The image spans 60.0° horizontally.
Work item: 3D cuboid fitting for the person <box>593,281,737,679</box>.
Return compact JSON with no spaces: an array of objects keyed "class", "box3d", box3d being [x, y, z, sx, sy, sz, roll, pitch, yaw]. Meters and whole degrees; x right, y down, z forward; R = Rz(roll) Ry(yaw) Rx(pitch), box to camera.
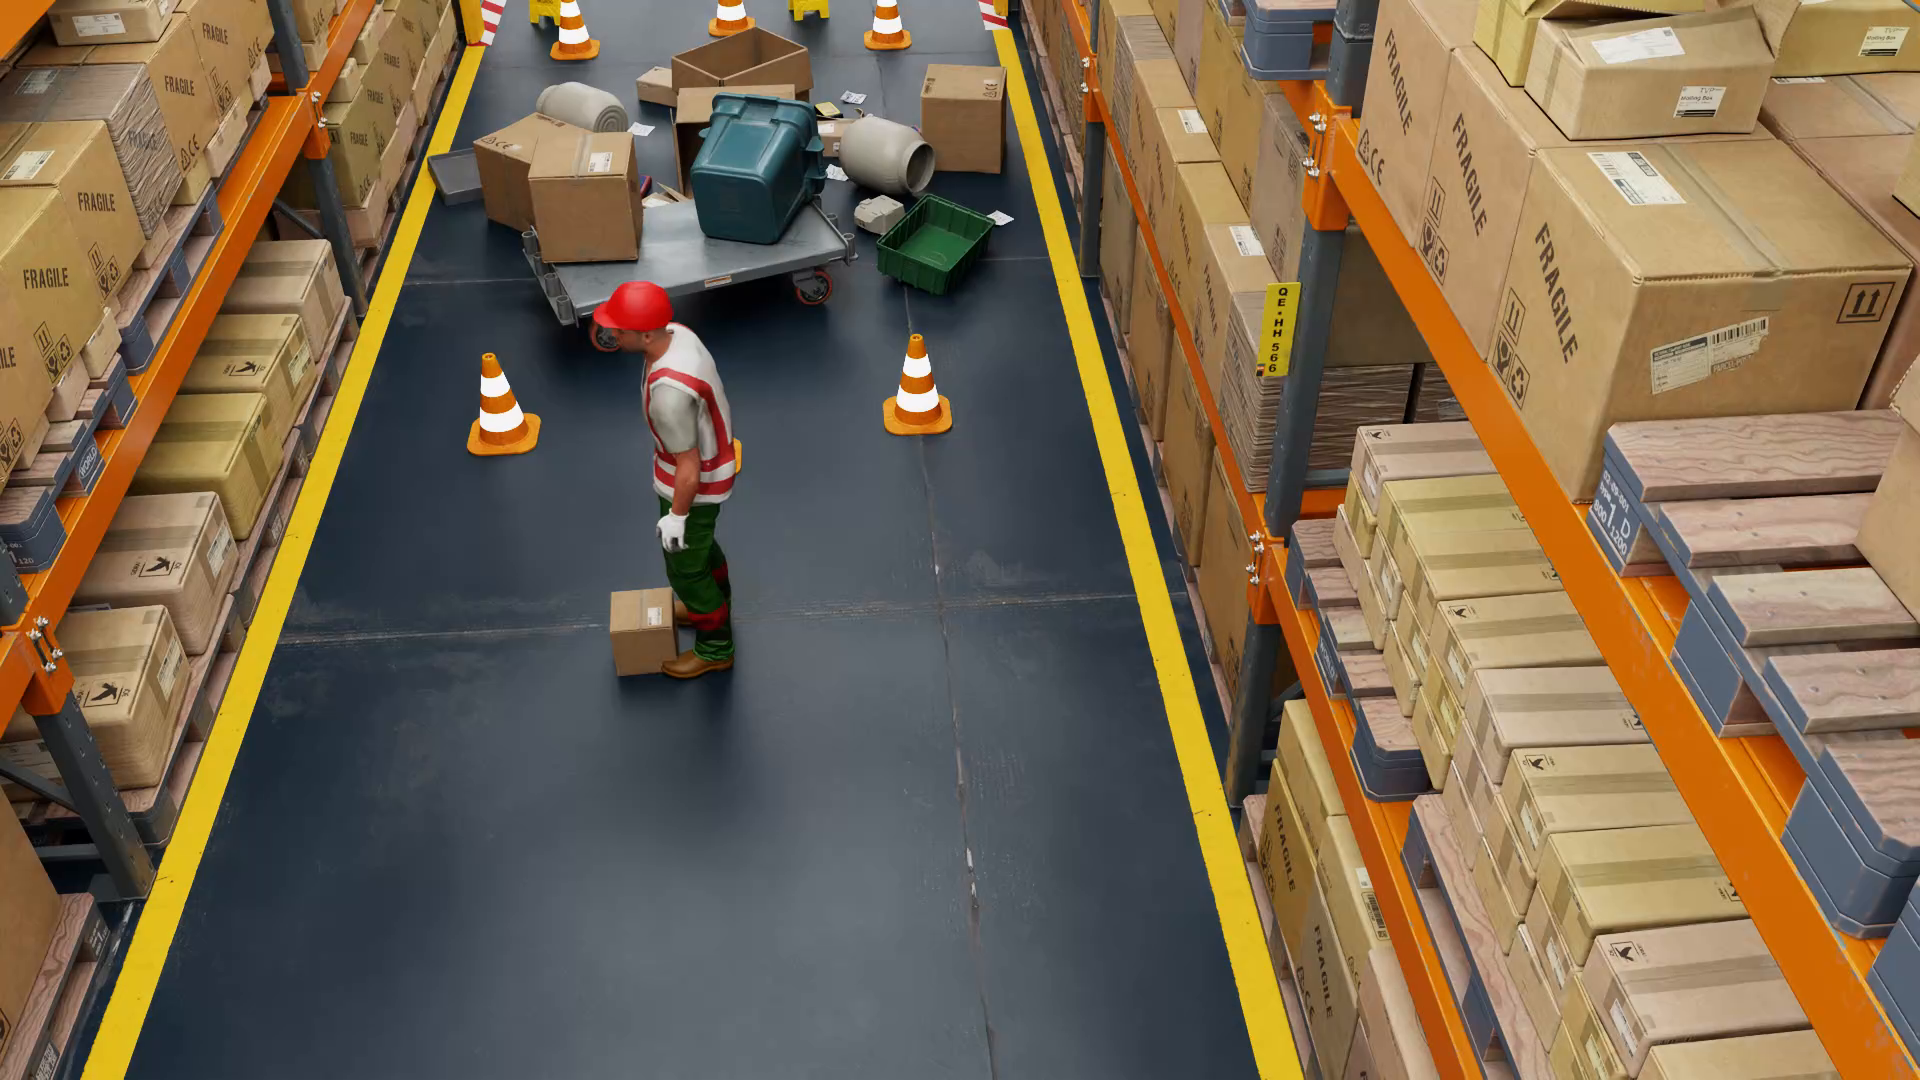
[{"class":"person","box3d":[-1.083,-0.230,6.428,0.452,1.779,0.622,-4,39,-5]}]
